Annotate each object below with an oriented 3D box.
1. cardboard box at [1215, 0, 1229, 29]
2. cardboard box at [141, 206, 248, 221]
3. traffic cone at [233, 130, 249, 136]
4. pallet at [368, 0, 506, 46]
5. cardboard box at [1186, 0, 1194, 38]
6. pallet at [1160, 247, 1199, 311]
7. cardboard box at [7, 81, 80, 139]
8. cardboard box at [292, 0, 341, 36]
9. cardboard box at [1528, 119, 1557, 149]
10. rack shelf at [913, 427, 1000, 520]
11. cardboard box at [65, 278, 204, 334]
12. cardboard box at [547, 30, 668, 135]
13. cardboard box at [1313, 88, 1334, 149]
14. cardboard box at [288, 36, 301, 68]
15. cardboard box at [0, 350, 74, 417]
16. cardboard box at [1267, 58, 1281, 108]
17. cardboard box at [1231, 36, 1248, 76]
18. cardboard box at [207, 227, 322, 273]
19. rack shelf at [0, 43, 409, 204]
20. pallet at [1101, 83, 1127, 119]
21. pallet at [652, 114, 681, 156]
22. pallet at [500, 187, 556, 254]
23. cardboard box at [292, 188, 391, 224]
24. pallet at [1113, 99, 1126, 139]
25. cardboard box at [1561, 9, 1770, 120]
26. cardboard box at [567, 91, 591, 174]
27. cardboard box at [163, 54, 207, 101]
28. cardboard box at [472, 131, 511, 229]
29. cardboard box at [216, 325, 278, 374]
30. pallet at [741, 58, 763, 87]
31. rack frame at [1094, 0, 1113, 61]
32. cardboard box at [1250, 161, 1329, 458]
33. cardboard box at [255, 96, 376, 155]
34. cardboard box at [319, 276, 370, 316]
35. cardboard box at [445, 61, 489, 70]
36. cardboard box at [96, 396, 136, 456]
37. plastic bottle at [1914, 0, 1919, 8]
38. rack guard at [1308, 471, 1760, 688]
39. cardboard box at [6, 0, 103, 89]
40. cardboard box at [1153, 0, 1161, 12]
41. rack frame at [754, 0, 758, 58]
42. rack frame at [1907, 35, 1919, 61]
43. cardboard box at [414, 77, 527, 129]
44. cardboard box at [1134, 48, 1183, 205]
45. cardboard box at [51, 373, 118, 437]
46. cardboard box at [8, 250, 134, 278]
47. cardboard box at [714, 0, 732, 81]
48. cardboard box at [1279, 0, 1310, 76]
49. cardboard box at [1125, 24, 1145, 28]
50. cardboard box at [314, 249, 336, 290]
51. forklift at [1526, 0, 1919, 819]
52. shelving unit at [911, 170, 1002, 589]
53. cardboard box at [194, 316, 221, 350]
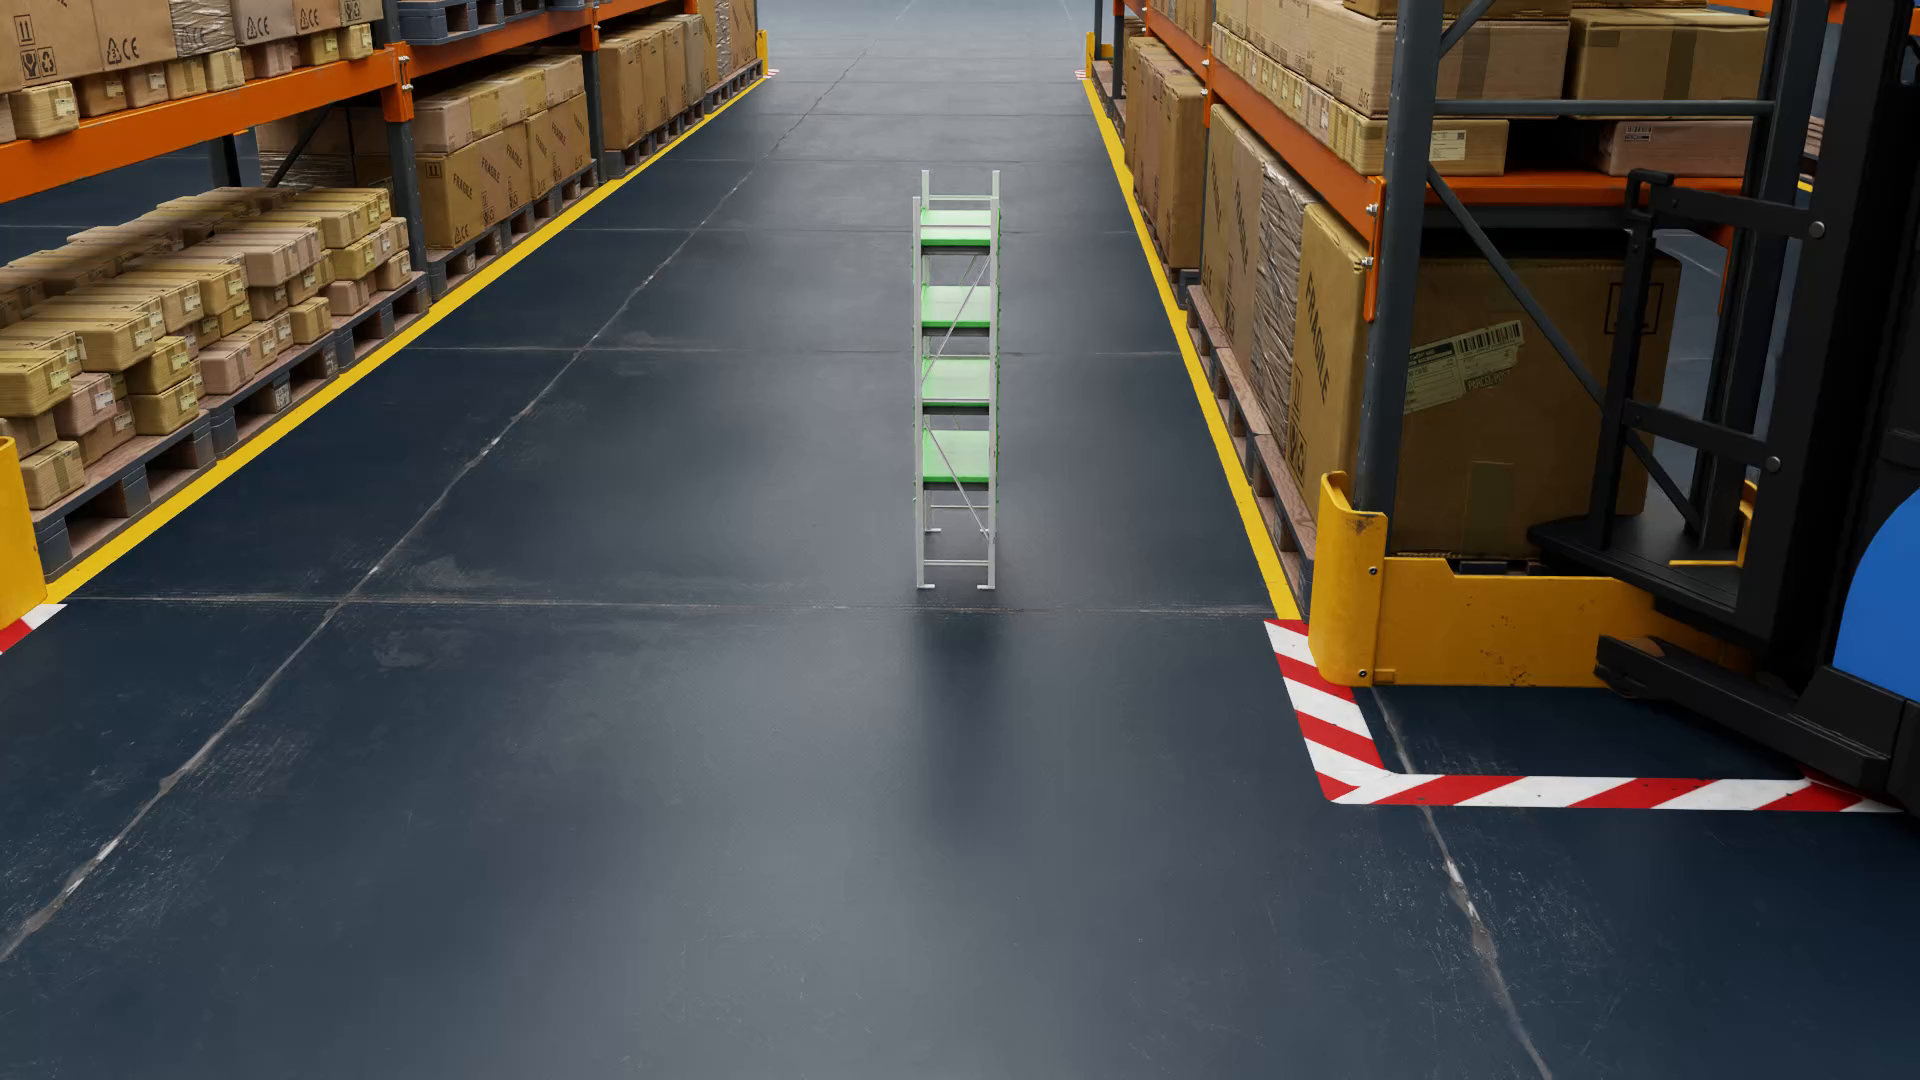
[{"bbox_3d":[1.426,-2.414,7.400,0.500,0.250,0.500,0,21,1],"label":"cardboard box"},{"bbox_3d":[-3.497,-1.434,7.617,0.380,0.149,0.250,0,21,1],"label":"cardboard box"},{"bbox_3d":[-6.599,-3.867,14.856,0.336,0.463,0.334,1,21,2],"label":"traffic cone"},{"bbox_3d":[-3.084,-2.789,8.835,1.003,0.211,1.213,1,21,2],"label":"pallet"},{"bbox_3d":[1.465,-2.910,8.743,0.500,0.500,0.500,1,21,3],"label":"cardboard box"},{"bbox_3d":[1.650,-1.492,9.082,1.003,0.211,1.213,1,21,2],"label":"pallet"},{"bbox_3d":[-3.009,-1.343,5.190,0.380,0.149,0.250,0,21,0],"label":"cardboard box"},{"bbox_3d":[-3.002,-2.423,7.077,0.500,0.500,0.500,0,21,0],"label":"cardboard box"},{"bbox_3d":[1.934,-1.259,4.974,0.380,0.149,0.250,0,21,0],"label":"cardboard box"},{"bbox_3d":[-0.005,-0.216,5.268,0.258,0.148,0.480,1,21,2],"label":"rack shelf"},{"bbox_3d":[-3.053,-0.868,6.158,0.380,0.149,0.250,1,21,4],"label":"cardboard box"},{"bbox_3d":[-3.000,-3.732,13.530,1.050,0.750,0.750,1,21,2],"label":"cardboard box"},{"bbox_3d":[1.277,-1.266,4.993,0.380,0.149,0.250,1,21,2],"label":"cardboard box"},{"bbox_3d":[-3.071,-2.098,7.136,0.380,0.149,0.250,0,21,0],"label":"cardboard box"},{"bbox_3d":[-3.019,-0.487,5.175,0.380,0.149,0.250,0,21,-1],"label":"cardboard box"},{"bbox_3d":[1.308,-1.634,5.941,0.380,0.149,0.250,1,21,3],"label":"cardboard box"},{"bbox_3d":[1.338,-2.006,6.901,0.380,0.149,0.250,0,21,0],"label":"cardboard box"},{"bbox_3d":[-2.974,-1.241,7.119,0.380,0.149,0.250,0,21,-1],"label":"cardboard box"},{"bbox_3d":[-3.314,-1.545,6.358,1.077,0.370,4.000,1,21,2],"label":"rack shelf"},{"bbox_3d":[1.930,-4.348,16.443,1.003,0.211,1.213,1,21,2],"label":"pallet"},{"bbox_3d":[-2.992,-3.474,14.190,1.003,0.211,1.213,1,21,2],"label":"pallet"},{"bbox_3d":[-3.196,-2.027,10.461,1.003,0.211,1.213,1,21,2],"label":"pallet"},{"bbox_3d":[-3.004,-1.616,8.085,0.380,0.149,0.250,1,21,3],"label":"cardboard box"},{"bbox_3d":[1.923,-3.823,15.091,1.003,0.211,1.213,1,21,2],"label":"pallet"},{"bbox_3d":[1.864,-1.305,4.542,0.500,0.250,0.500,0,21,0],"label":"cardboard box"},{"bbox_3d":[-2.890,-2.839,11.575,0.500,0.500,0.500,1,21,1],"label":"cardboard box"},{"bbox_3d":[-3.041,-1.718,6.157,0.380,0.149,0.250,1,21,4],"label":"cardboard box"},{"bbox_3d":[-2.951,-2.089,9.642,0.500,0.500,0.500,2,21,4],"label":"cardboard box"},{"bbox_3d":[-3.005,-0.769,6.725,0.380,0.149,0.250,1,21,2],"label":"cardboard box"},{"bbox_3d":[-2.834,-5.352,19.031,1.003,0.211,1.213,1,21,2],"label":"pallet"},{"bbox_3d":[2.067,-6.851,19.039,1.000,3.000,0.127,1,21,2],"label":"rack frame"},{"bbox_3d":[1.547,-0.833,5.885,0.875,0.875,0.875,1,21,2],"label":"cardboard box"},{"bbox_3d":[-3.483,-2.255,9.034,0.500,0.250,0.500,0,21,0],"label":"cardboard box"},{"bbox_3d":[-2.959,-1.135,7.669,0.380,0.149,0.250,0,21,0],"label":"cardboard box"},{"bbox_3d":[-3.410,-3.000,10.951,0.500,0.250,0.500,0,21,1],"label":"cardboard box"},{"bbox_3d":[-3.112,-0.395,5.761,0.380,0.149,0.250,1,21,2],"label":"cardboard box"},{"bbox_3d":[6.438,-3.693,11.072,0.152,0.276,0.135,1,21,2],"label":"plastic bottle"},{"bbox_3d":[1.579,0.108,4.559,1.175,0.500,0.348,1,21,2],"label":"rack guard"},{"bbox_3d":[-3.094,-1.695,5.202,0.500,0.500,0.500,1,21,2],"label":"cardboard box"},{"bbox_3d":[1.523,-3.646,10.640,0.500,0.500,0.500,0,21,0],"label":"cardboard box"},{"bbox_3d":[-2.888,-6.942,19.274,1.000,3.000,0.127,1,21,2],"label":"rack frame"},{"bbox_3d":[6.774,-3.904,11.444,1.000,3.000,0.127,1,21,2],"label":"rack frame"},{"bbox_3d":[-2.933,-2.625,9.985,0.500,0.250,0.500,1,21,4],"label":"cardboard box"},{"bbox_3d":[1.747,-2.592,10.420,1.225,0.875,0.875,1,21,2],"label":"cardboard box"},{"bbox_3d":[-3.037,-0.447,5.485,0.380,0.149,0.250,1,21,1],"label":"cardboard box"},{"bbox_3d":[-3.544,-1.060,6.653,0.380,0.149,0.250,1,21,2],"label":"cardboard box"},{"bbox_3d":[-2.897,-5.254,17.279,0.875,0.875,0.875,1,21,2],"label":"cardboard box"},{"bbox_3d":[1.361,-1.680,5.509,0.500,0.250,0.500,0,21,0],"label":"cardboard box"},{"bbox_3d":[2.009,-5.213,17.693,0.500,0.500,0.500,3,21,7],"label":"cardboard box"},{"bbox_3d":[-3.037,-1.207,7.442,0.380,0.149,0.250,1,21,2],"label":"cardboard box"},{"bbox_3d":[2.276,-1.012,4.085,1.130,2.935,3.031,-11,24,-27],"label":"forklift"},{"bbox_3d":[-0.005,-0.500,5.158,0.258,1.200,0.503,1,21,2],"label":"shelving unit"},{"bbox_3d":[-3.122,-0.824,6.455,0.380,0.149,0.250,2,21,4],"label":"cardboard box"}]
